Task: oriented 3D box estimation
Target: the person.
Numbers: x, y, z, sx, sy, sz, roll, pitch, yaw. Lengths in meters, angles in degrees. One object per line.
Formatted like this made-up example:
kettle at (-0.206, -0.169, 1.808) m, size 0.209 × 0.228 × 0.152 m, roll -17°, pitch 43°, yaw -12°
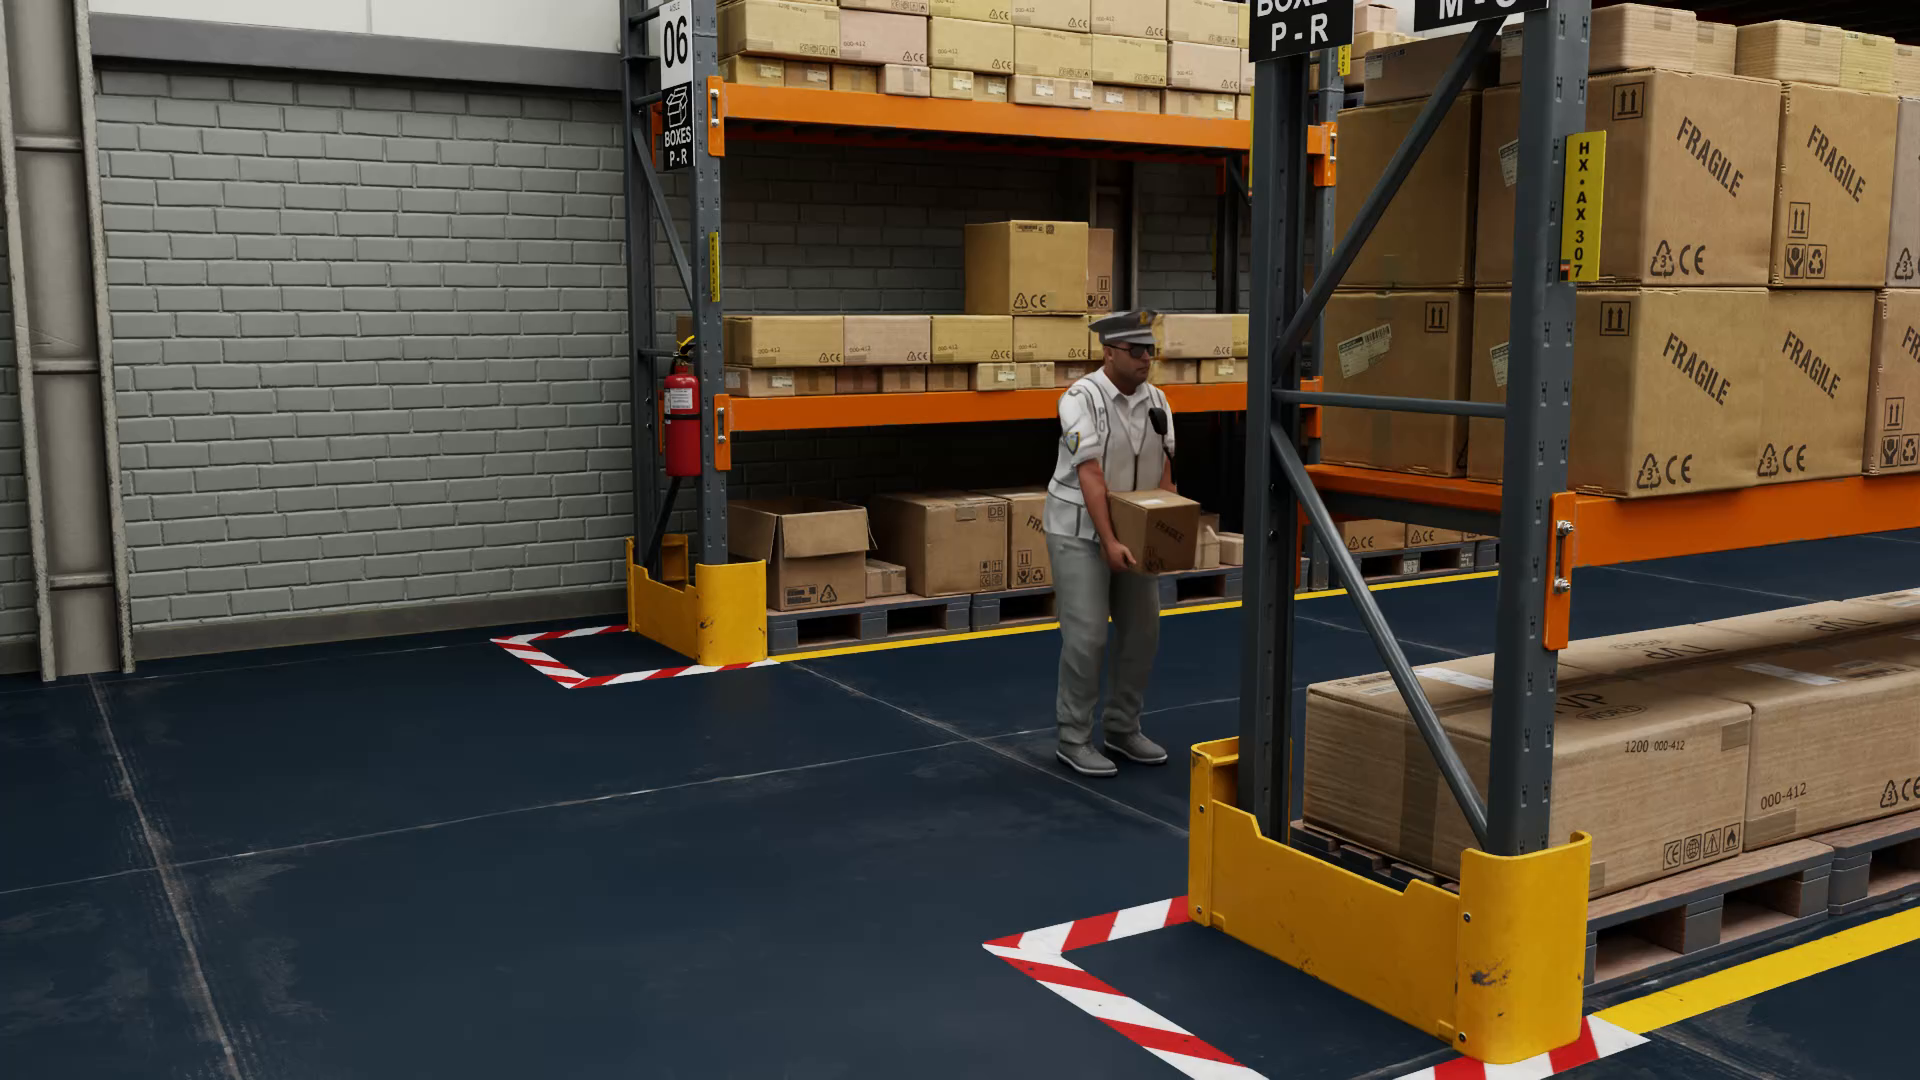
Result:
person at (0.605, 0.004, 6.319) m, size 0.487 × 1.747 × 0.588 m, roll -5°, pitch 10°, yaw -32°
